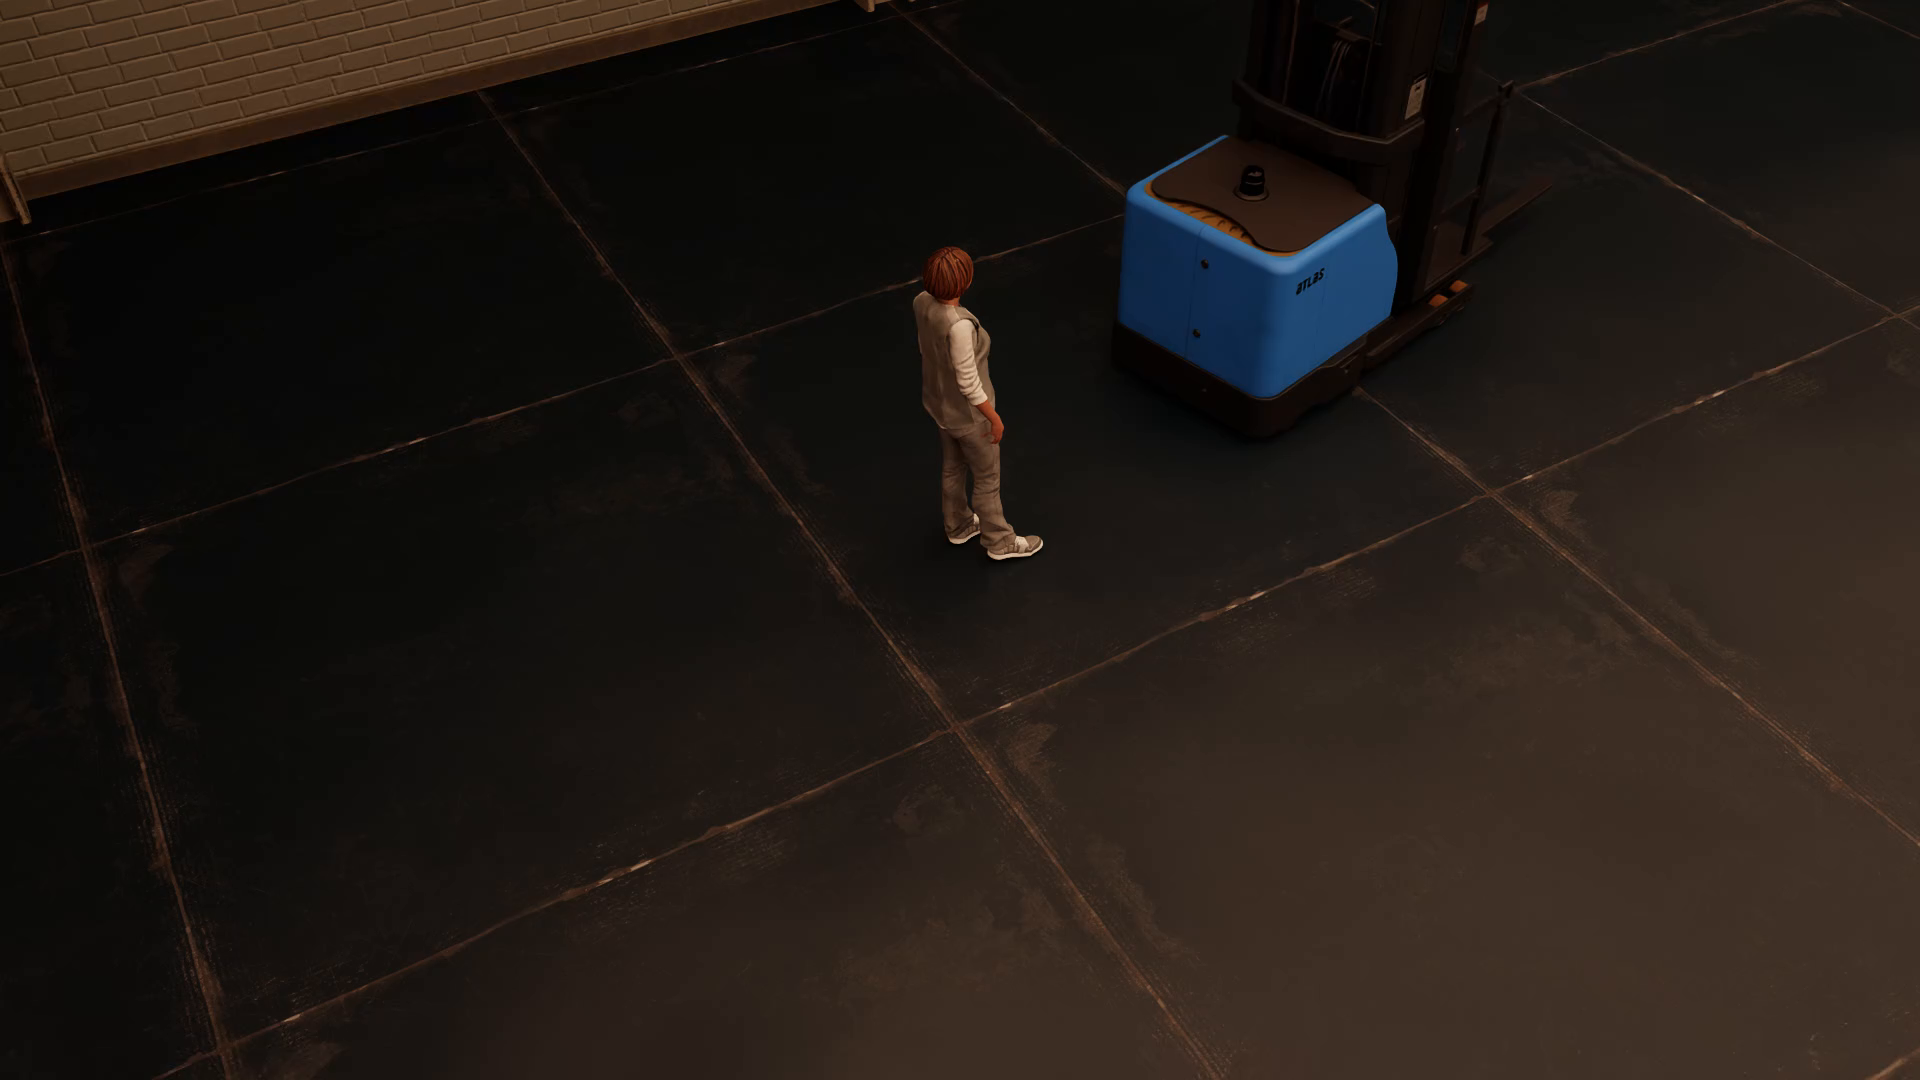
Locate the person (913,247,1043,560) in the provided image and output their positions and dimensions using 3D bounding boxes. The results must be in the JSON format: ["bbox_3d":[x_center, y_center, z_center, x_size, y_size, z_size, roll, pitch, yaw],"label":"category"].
[{"bbox_3d":[0.072,-0.608,7.323,0.473,1.599,0.520,-21,47,-21],"label":"person"}]

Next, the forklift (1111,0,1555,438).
[{"bbox_3d":[2.202,-2.477,8.369,3.031,2.935,1.130,-34,52,-31],"label":"forklift"}]
